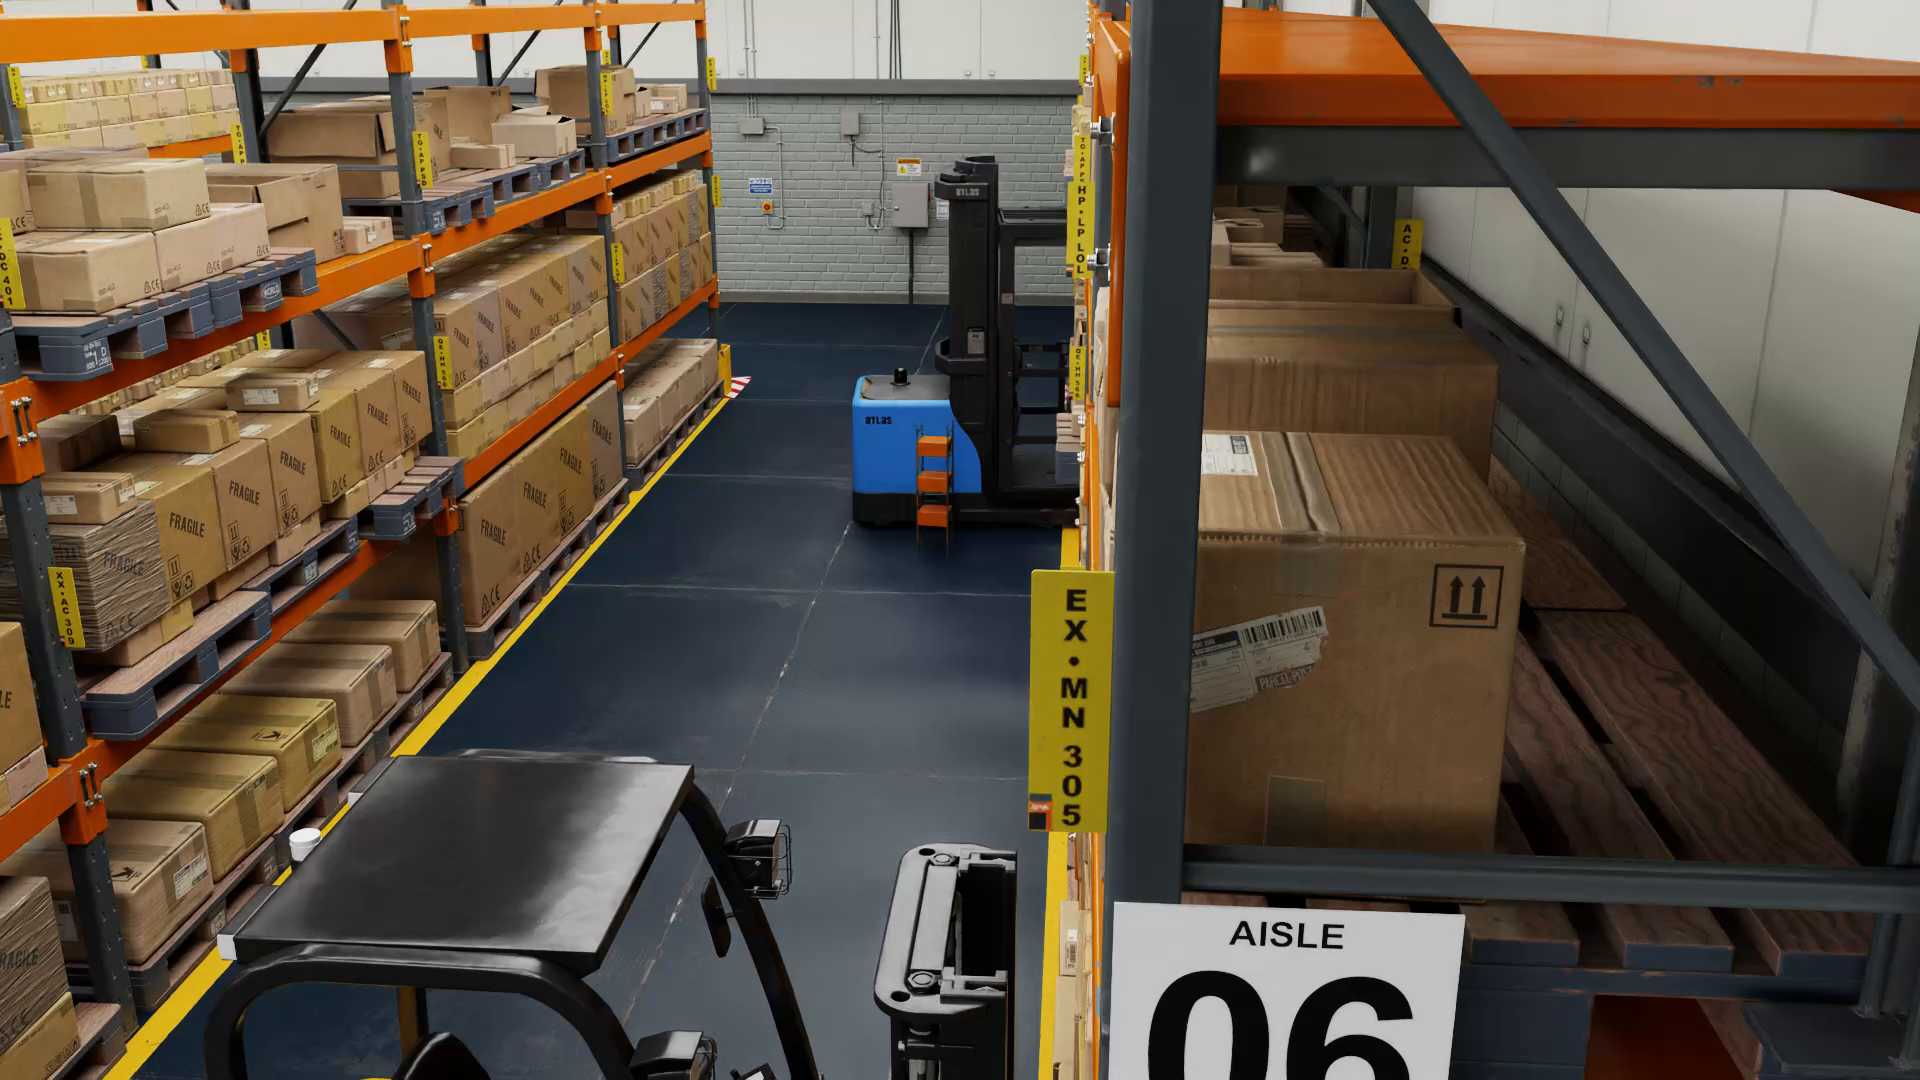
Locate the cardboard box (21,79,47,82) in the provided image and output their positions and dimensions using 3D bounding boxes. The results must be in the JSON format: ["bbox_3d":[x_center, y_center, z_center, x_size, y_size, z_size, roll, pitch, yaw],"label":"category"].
[{"bbox_3d":[-8.549,-4.109,15.127,0.380,0.149,0.250,1,18,2],"label":"cardboard box"}]

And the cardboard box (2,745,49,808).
[{"bbox_3d":[-3.713,0.889,6.297,0.380,0.149,0.250,1,18,3],"label":"cardboard box"}]

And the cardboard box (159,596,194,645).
[{"bbox_3d":[-3.612,0.341,7.295,0.380,0.149,0.250,2,18,5],"label":"cardboard box"}]

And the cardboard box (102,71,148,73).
[{"bbox_3d":[-8.457,-4.668,16.831,0.380,0.149,0.250,1,18,4],"label":"cardboard box"}]

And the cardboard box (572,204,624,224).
[{"bbox_3d":[-3.137,-2.825,14.419,0.380,0.149,0.250,2,18,5],"label":"cardboard box"}]

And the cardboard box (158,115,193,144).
[{"bbox_3d":[-7.925,-4.038,16.352,0.500,0.250,0.500,2,18,6],"label":"cardboard box"}]

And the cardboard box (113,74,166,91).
[{"bbox_3d":[-7.932,-4.418,16.068,0.380,0.149,0.250,2,18,5],"label":"cardboard box"}]

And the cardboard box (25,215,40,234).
[{"bbox_3d":[-4.055,-1.233,7.117,0.500,0.250,0.500,2,18,5],"label":"cardboard box"}]

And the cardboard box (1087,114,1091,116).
[{"bbox_3d":[1.111,-3.000,12.035,0.380,0.149,0.250,2,18,5],"label":"cardboard box"}]

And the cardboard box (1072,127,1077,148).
[{"bbox_3d":[1.059,-3.102,12.823,0.380,0.149,0.250,1,18,5],"label":"cardboard box"}]

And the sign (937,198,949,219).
[{"bbox_3d":[-0.160,-4.732,23.199,0.329,0.494,0.001,1,18,4],"label":"sign"}]

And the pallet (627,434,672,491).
[{"bbox_3d":[-3.288,-0.731,15.315,1.003,0.211,1.213,1,18,4],"label":"pallet"}]

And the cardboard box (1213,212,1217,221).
[{"bbox_3d":[0.821,-1.326,7.145,0.500,0.311,0.500,1,18,2],"label":"cardboard box"}]

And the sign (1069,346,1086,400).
[{"bbox_3d":[0.702,-0.992,9.900,0.100,0.325,0.005,1,18,4],"label":"sign"}]

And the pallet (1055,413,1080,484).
[{"bbox_3d":[1.223,-0.591,10.717,1.213,0.211,1.003,1,18,4],"label":"pallet"}]

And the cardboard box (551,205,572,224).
[{"bbox_3d":[-3.589,-2.835,14.450,0.380,0.149,0.250,2,18,5],"label":"cardboard box"}]

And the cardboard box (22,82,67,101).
[{"bbox_3d":[-8.088,-3.930,14.580,0.380,0.149,0.250,1,18,3],"label":"cardboard box"}]

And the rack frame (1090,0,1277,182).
[{"bbox_3d":[1.244,-3.321,9.106,1.000,3.000,0.127,1,18,4],"label":"rack frame"}]

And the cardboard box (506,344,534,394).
[{"bbox_3d":[-3.338,-1.213,11.745,0.500,0.250,0.500,1,18,4],"label":"cardboard box"}]

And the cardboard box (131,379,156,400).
[{"bbox_3d":[-7.990,-1.453,15.990,0.380,0.149,0.250,2,18,5],"label":"cardboard box"}]

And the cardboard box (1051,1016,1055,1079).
[{"bbox_3d":[0.592,2.022,6.175,0.500,0.250,0.500,1,18,4],"label":"cardboard box"}]

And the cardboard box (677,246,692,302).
[{"bbox_3d":[-2.982,-2.640,16.503,0.500,0.500,0.500,2,18,6],"label":"cardboard box"}]

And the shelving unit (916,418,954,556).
[{"bbox_3d":[-0.194,-0.413,12.997,0.252,1.050,0.215,4,19,12],"label":"shelving unit"}]

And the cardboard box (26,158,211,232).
[{"bbox_3d":[-3.527,-1.456,6.996,0.500,0.250,0.500,1,18,3],"label":"cardboard box"}]

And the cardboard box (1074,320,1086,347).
[{"bbox_3d":[1.177,-1.230,11.518,0.797,0.503,0.637,1,18,3],"label":"cardboard box"}]

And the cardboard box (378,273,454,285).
[{"bbox_3d":[-3.860,-1.582,11.668,0.500,0.500,0.500,1,18,4],"label":"cardboard box"}]

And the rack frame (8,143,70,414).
[{"bbox_3d":[-8.365,-1.901,14.407,1.000,3.000,0.127,1,18,4],"label":"rack frame"}]

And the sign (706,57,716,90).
[{"bbox_3d":[-2.593,-4.856,17.314,0.100,0.325,0.005,1,18,4],"label":"sign"}]

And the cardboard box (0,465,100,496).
[{"bbox_3d":[-4.155,-0.028,7.379,0.500,0.500,0.500,1,18,4],"label":"cardboard box"}]

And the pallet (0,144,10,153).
[{"bbox_3d":[-8.516,-3.048,13.392,1.213,0.211,1.003,1,18,4],"label":"pallet"}]

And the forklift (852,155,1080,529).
[{"bbox_3d":[0.622,-1.649,13.748,3.031,2.935,1.130,0,18,-1],"label":"forklift"}]

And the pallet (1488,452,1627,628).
[{"bbox_3d":[0.832,0.032,3.832,1.003,0.211,1.213,1,18,4],"label":"pallet"}]

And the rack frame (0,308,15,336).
[{"bbox_3d":[-3.994,-2.188,5.649,1.000,3.000,0.127,1,18,4],"label":"rack frame"}]

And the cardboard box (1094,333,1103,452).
[{"bbox_3d":[0.548,-0.382,4.335,0.396,0.266,0.258,1,18,3],"label":"cardboard box"}]

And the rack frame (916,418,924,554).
[{"bbox_3d":[-0.313,-0.421,13.022,0.008,1.050,0.200,4,19,12],"label":"rack frame"}]

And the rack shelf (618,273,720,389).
[{"bbox_3d":[-3.277,-2.101,16.174,1.077,0.370,4.000,1,18,4],"label":"rack shelf"}]

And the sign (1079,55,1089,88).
[{"bbox_3d":[1.276,-4.807,17.056,0.100,0.325,0.005,1,18,4],"label":"sign"}]

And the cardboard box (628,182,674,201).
[{"bbox_3d":[-2.996,-3.382,16.118,0.380,0.149,0.250,2,18,5],"label":"cardboard box"}]

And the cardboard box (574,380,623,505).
[{"bbox_3d":[-3.385,-0.817,13.838,0.875,0.875,0.875,2,18,6],"label":"cardboard box"}]

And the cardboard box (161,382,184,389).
[{"bbox_3d":[-7.920,-1.471,16.522,0.380,0.149,0.250,1,18,4],"label":"cardboard box"}]

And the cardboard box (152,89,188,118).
[{"bbox_3d":[-7.932,-4.268,16.253,0.500,0.250,0.500,2,18,5],"label":"cardboard box"}]

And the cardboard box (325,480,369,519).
[{"bbox_3d":[-3.448,-0.225,9.021,0.380,0.149,0.250,2,18,5],"label":"cardboard box"}]

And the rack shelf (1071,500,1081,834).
[{"bbox_3d":[1.101,0.493,8.256,1.077,0.370,4.000,1,18,4],"label":"rack shelf"}]

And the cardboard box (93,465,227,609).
[{"bbox_3d":[-3.639,-0.020,7.355,0.500,0.500,0.500,1,18,4],"label":"cardboard box"}]

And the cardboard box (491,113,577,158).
[{"bbox_3d":[-3.274,-3.126,12.798,0.500,0.311,0.500,1,18,4],"label":"cardboard box"}]

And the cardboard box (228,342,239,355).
[{"bbox_3d":[-7.939,-2.024,17.731,0.380,0.149,0.250,2,18,5],"label":"cardboard box"}]

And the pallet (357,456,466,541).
[{"bbox_3d":[-3.652,-0.265,9.722,1.213,0.211,1.003,1,18,4],"label":"pallet"}]

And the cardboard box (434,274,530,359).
[{"bbox_3d":[-3.350,-1.565,11.614,0.500,0.500,0.500,2,18,5],"label":"cardboard box"}]

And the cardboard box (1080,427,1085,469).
[{"bbox_3d":[0.944,-0.504,9.583,0.500,0.250,0.500,1,18,4],"label":"cardboard box"}]

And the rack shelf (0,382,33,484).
[{"bbox_3d":[-4.137,0.200,4.332,1.077,0.370,4.000,1,18,4],"label":"rack shelf"}]

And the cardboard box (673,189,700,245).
[{"bbox_3d":[-2.939,-3.269,16.815,0.500,0.500,0.500,1,18,4],"label":"cardboard box"}]

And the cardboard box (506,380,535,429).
[{"bbox_3d":[-3.359,-0.977,11.829,0.500,0.250,0.500,2,18,6],"label":"cardboard box"}]

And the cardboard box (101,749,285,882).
[{"bbox_3d":[-3.911,1.326,8.106,0.950,0.372,0.625,2,18,7],"label":"cardboard box"}]

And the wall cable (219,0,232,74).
[{"bbox_3d":[-9.175,-9.344,22.322,2.277,5.999,0.120,1,18,4],"label":"wall cable"}]

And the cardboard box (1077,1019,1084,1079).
[{"bbox_3d":[0.527,1.488,3.903,0.500,0.500,0.500,1,18,3],"label":"cardboard box"}]
